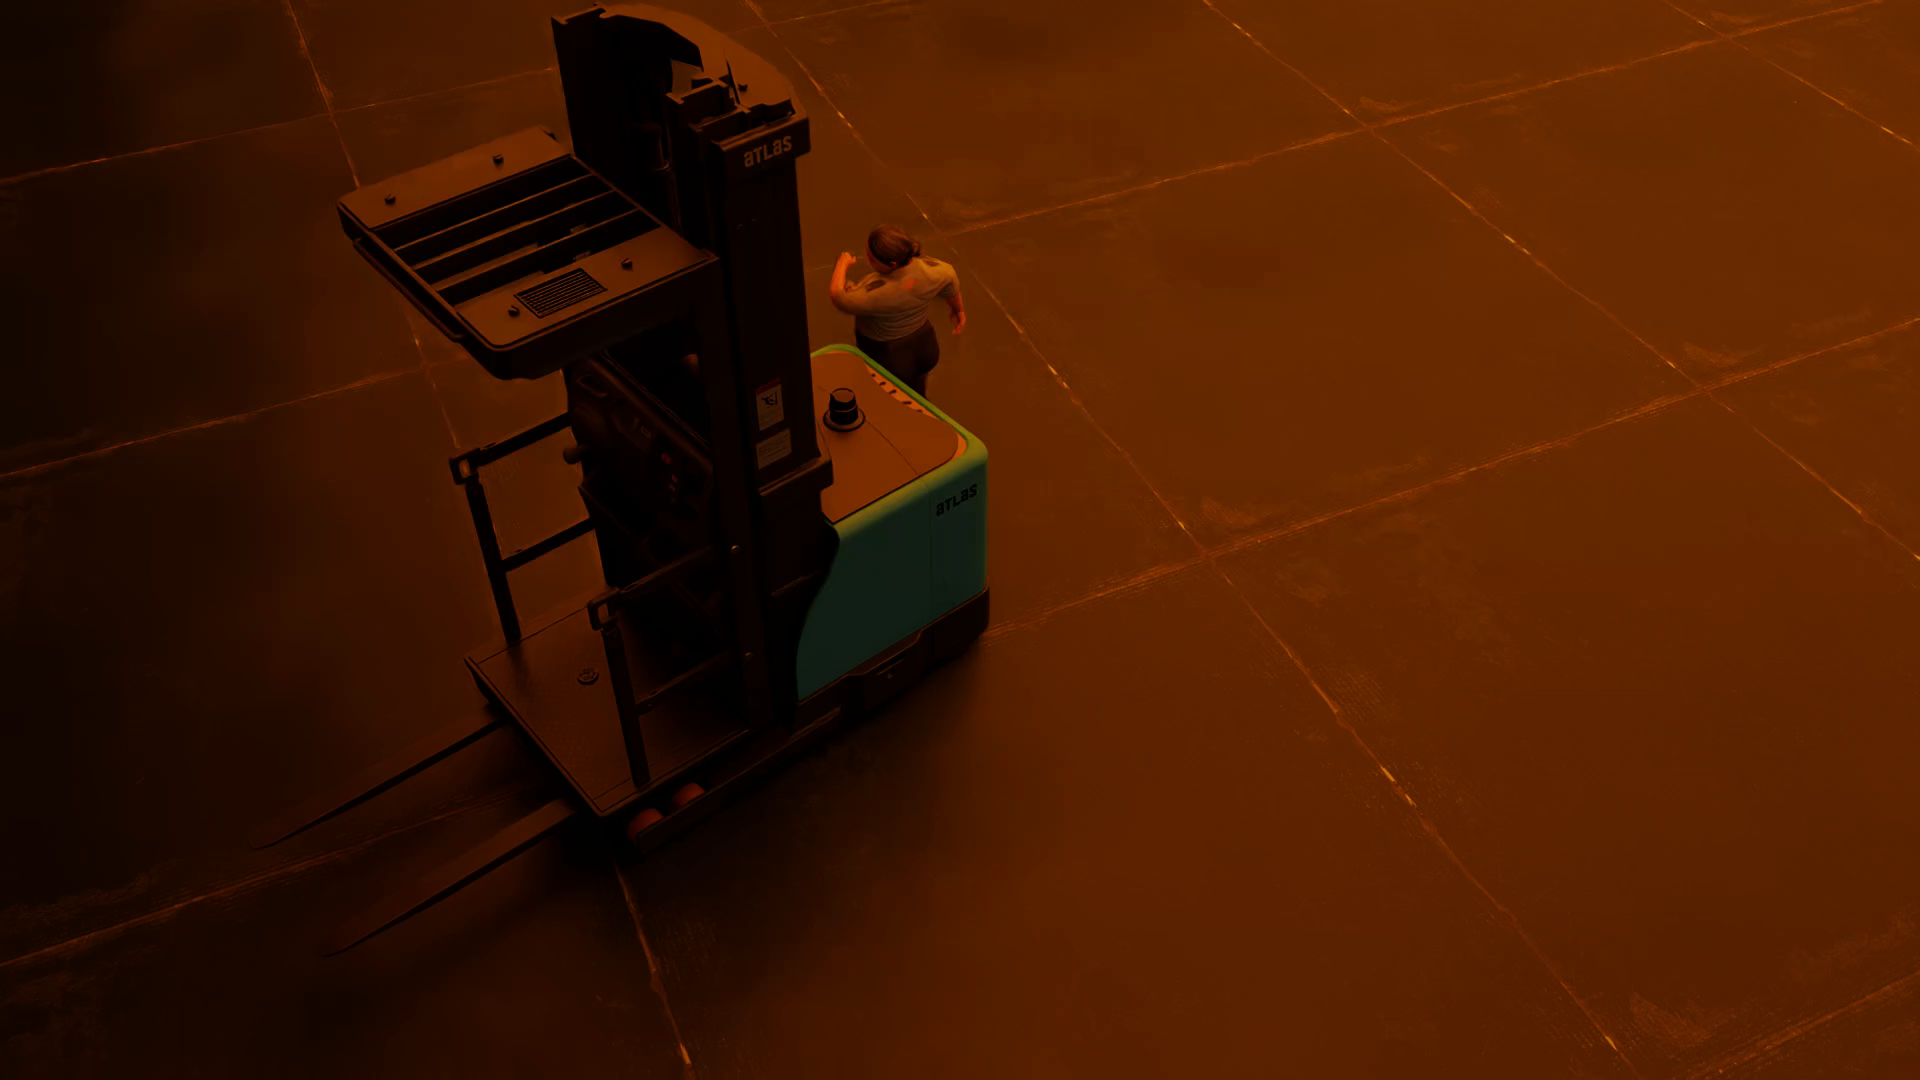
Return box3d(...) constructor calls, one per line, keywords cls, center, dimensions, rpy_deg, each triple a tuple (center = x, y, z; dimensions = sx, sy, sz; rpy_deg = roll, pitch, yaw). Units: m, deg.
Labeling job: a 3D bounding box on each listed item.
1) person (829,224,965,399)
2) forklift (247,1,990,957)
box3d(cls="person", center=(-0.273, -0.902, 7.688), dimensions=(0.831, 1.534, 0.738), rpy_deg=(34, 52, 31))
box3d(cls="forklift", center=(-1.324, -0.264, 5.963), dimensions=(3.031, 2.935, 1.130), rpy_deg=(-30, 51, -28))
